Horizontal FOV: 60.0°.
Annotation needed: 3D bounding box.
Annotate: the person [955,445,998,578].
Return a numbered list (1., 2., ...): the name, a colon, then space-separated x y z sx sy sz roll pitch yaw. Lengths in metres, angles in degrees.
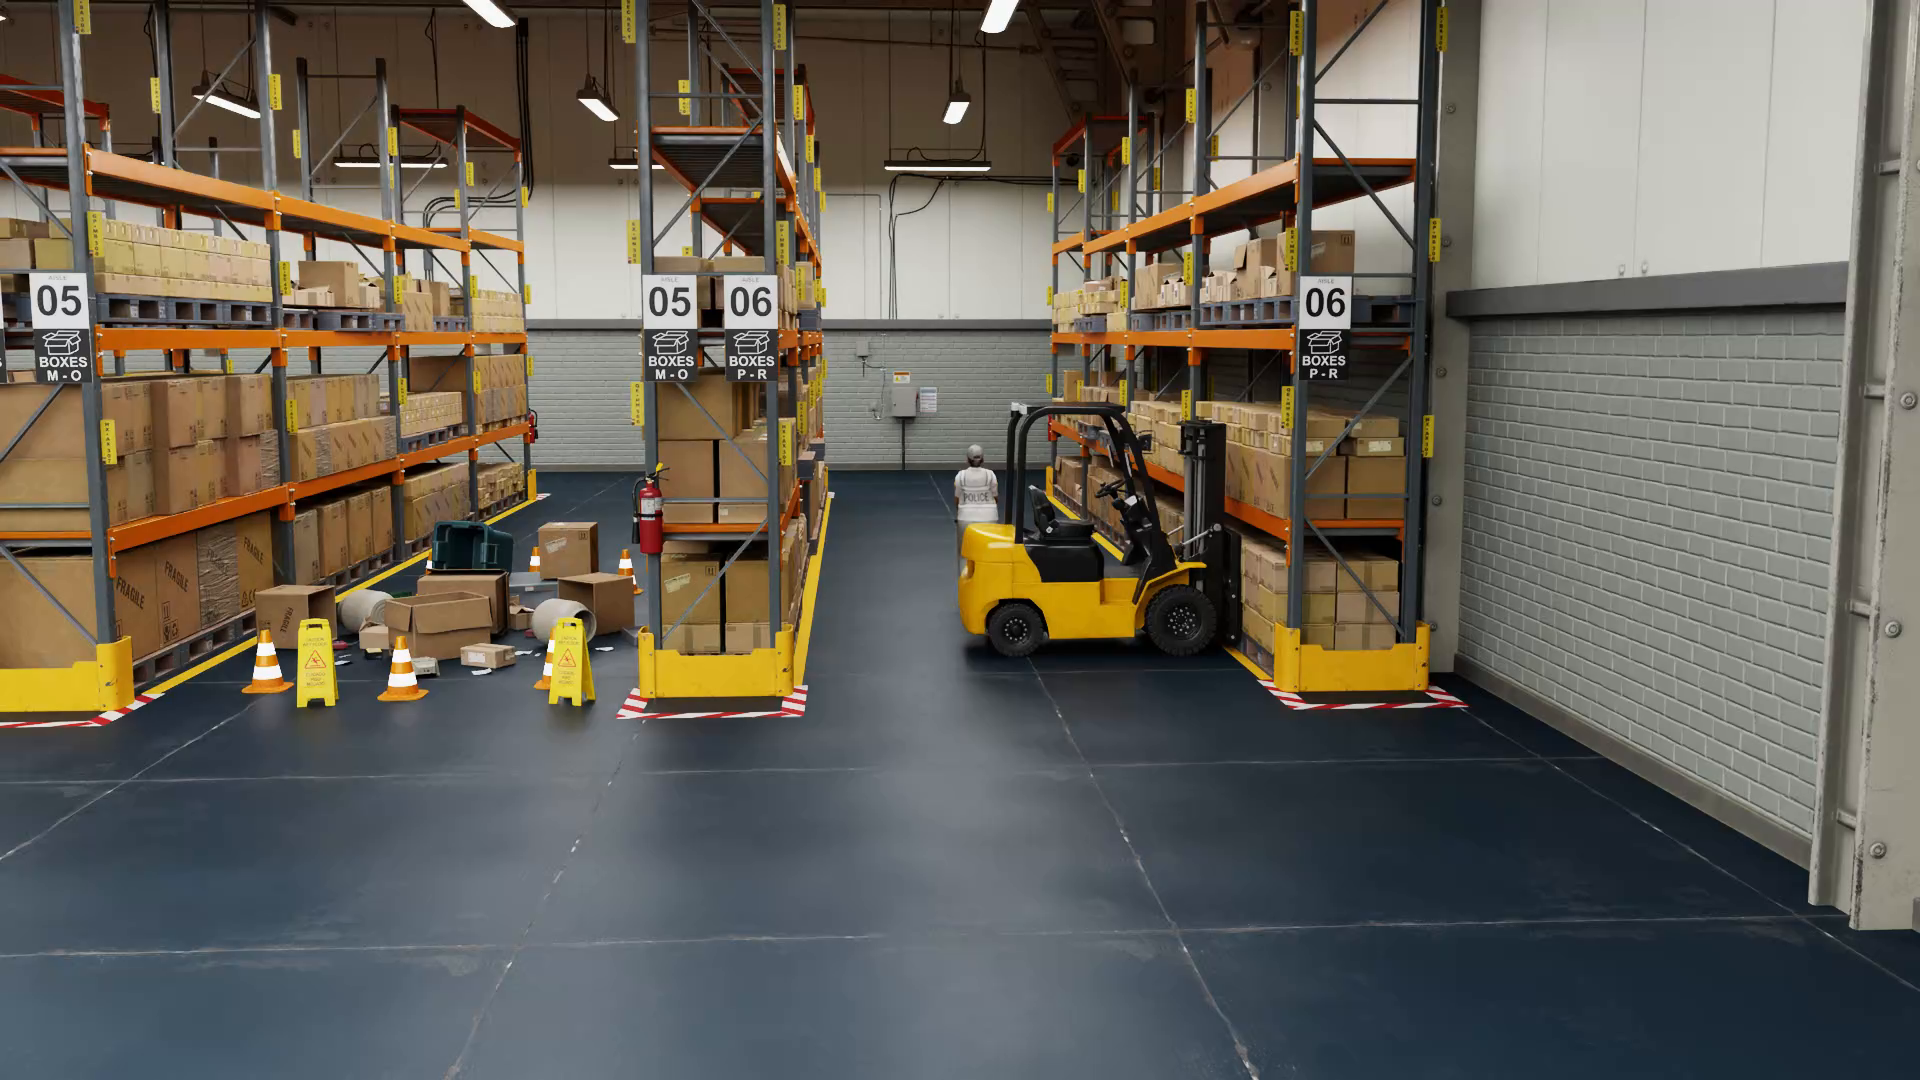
1. person: 0.166 -0.193 17.088 0.444 1.586 0.518 0 7 -3
